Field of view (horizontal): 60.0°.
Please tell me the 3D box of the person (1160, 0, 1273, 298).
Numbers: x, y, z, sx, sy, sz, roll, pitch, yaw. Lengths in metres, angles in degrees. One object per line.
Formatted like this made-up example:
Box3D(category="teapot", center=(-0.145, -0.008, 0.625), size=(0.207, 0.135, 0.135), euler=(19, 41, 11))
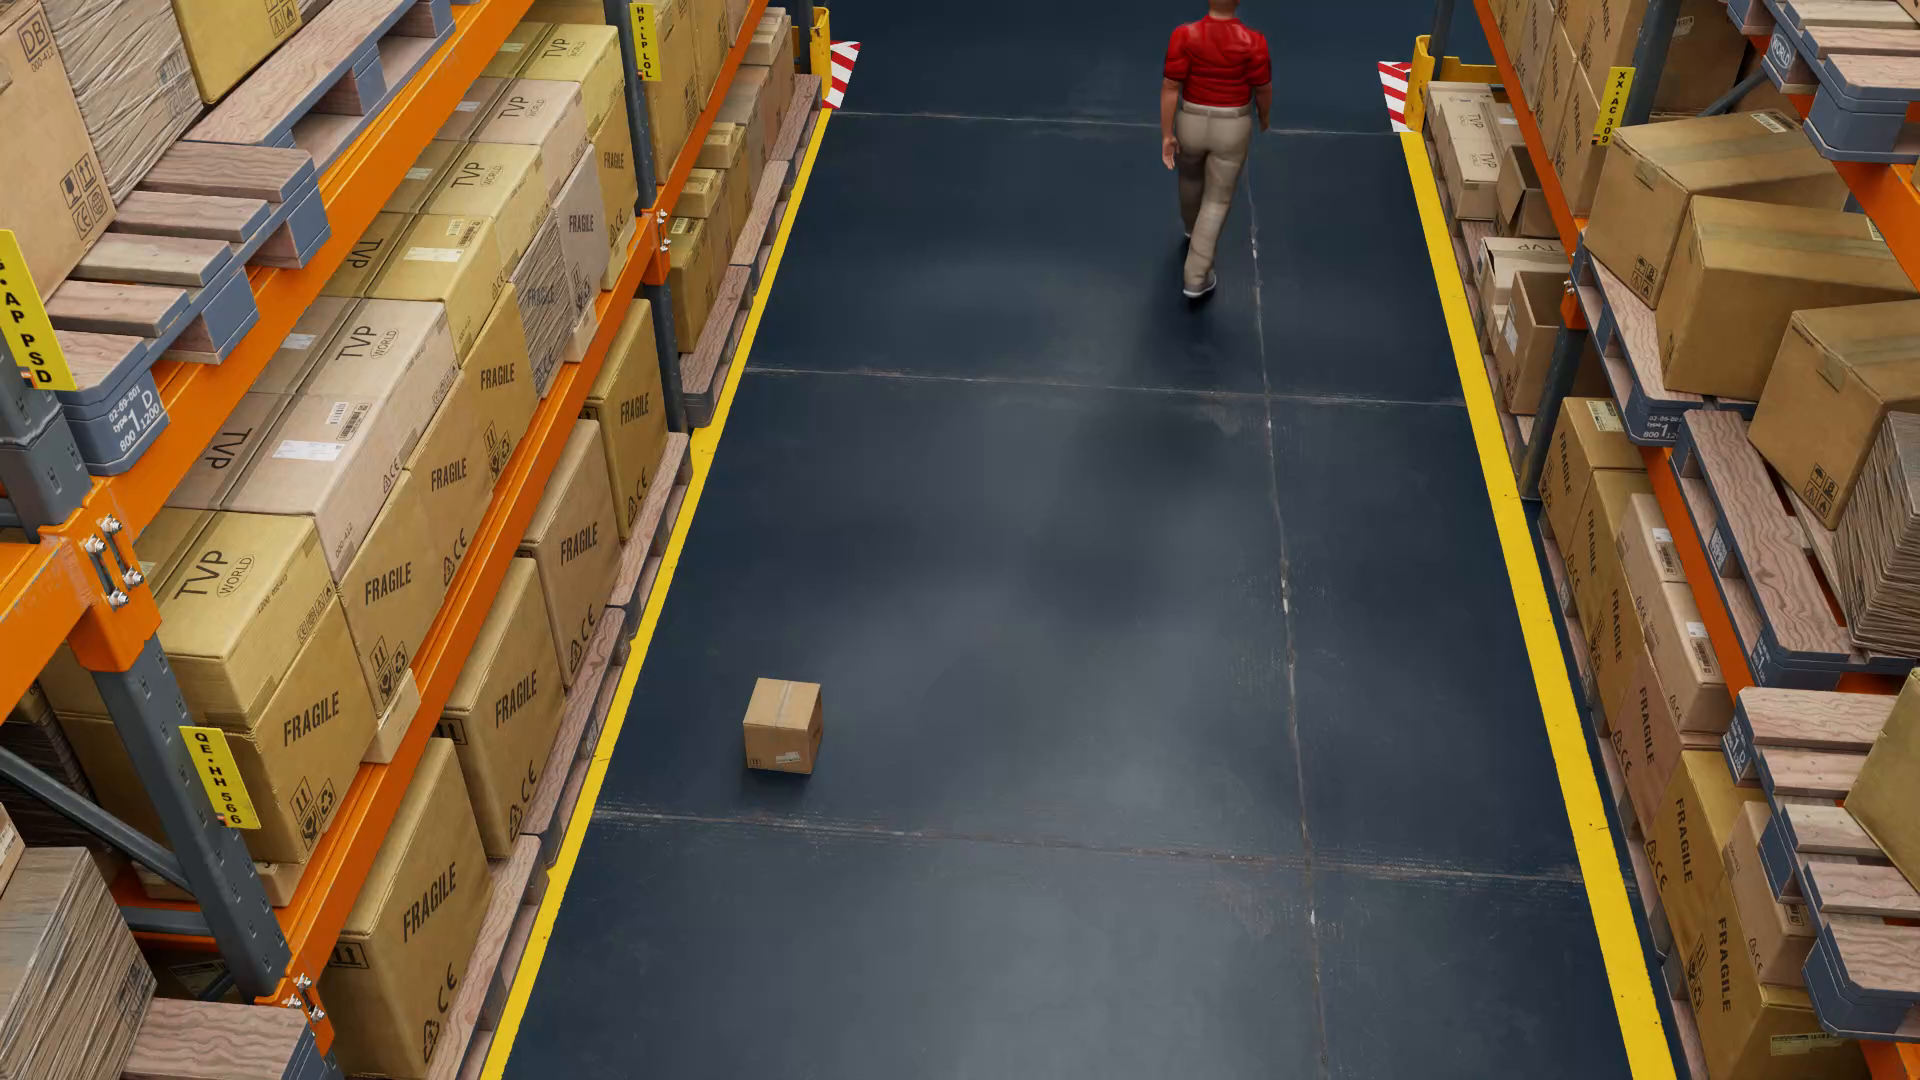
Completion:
Box3D(category="person", center=(1.367, -2.219, 8.815), size=(0.542, 1.663, 1.019), euler=(14, 42, 16))
